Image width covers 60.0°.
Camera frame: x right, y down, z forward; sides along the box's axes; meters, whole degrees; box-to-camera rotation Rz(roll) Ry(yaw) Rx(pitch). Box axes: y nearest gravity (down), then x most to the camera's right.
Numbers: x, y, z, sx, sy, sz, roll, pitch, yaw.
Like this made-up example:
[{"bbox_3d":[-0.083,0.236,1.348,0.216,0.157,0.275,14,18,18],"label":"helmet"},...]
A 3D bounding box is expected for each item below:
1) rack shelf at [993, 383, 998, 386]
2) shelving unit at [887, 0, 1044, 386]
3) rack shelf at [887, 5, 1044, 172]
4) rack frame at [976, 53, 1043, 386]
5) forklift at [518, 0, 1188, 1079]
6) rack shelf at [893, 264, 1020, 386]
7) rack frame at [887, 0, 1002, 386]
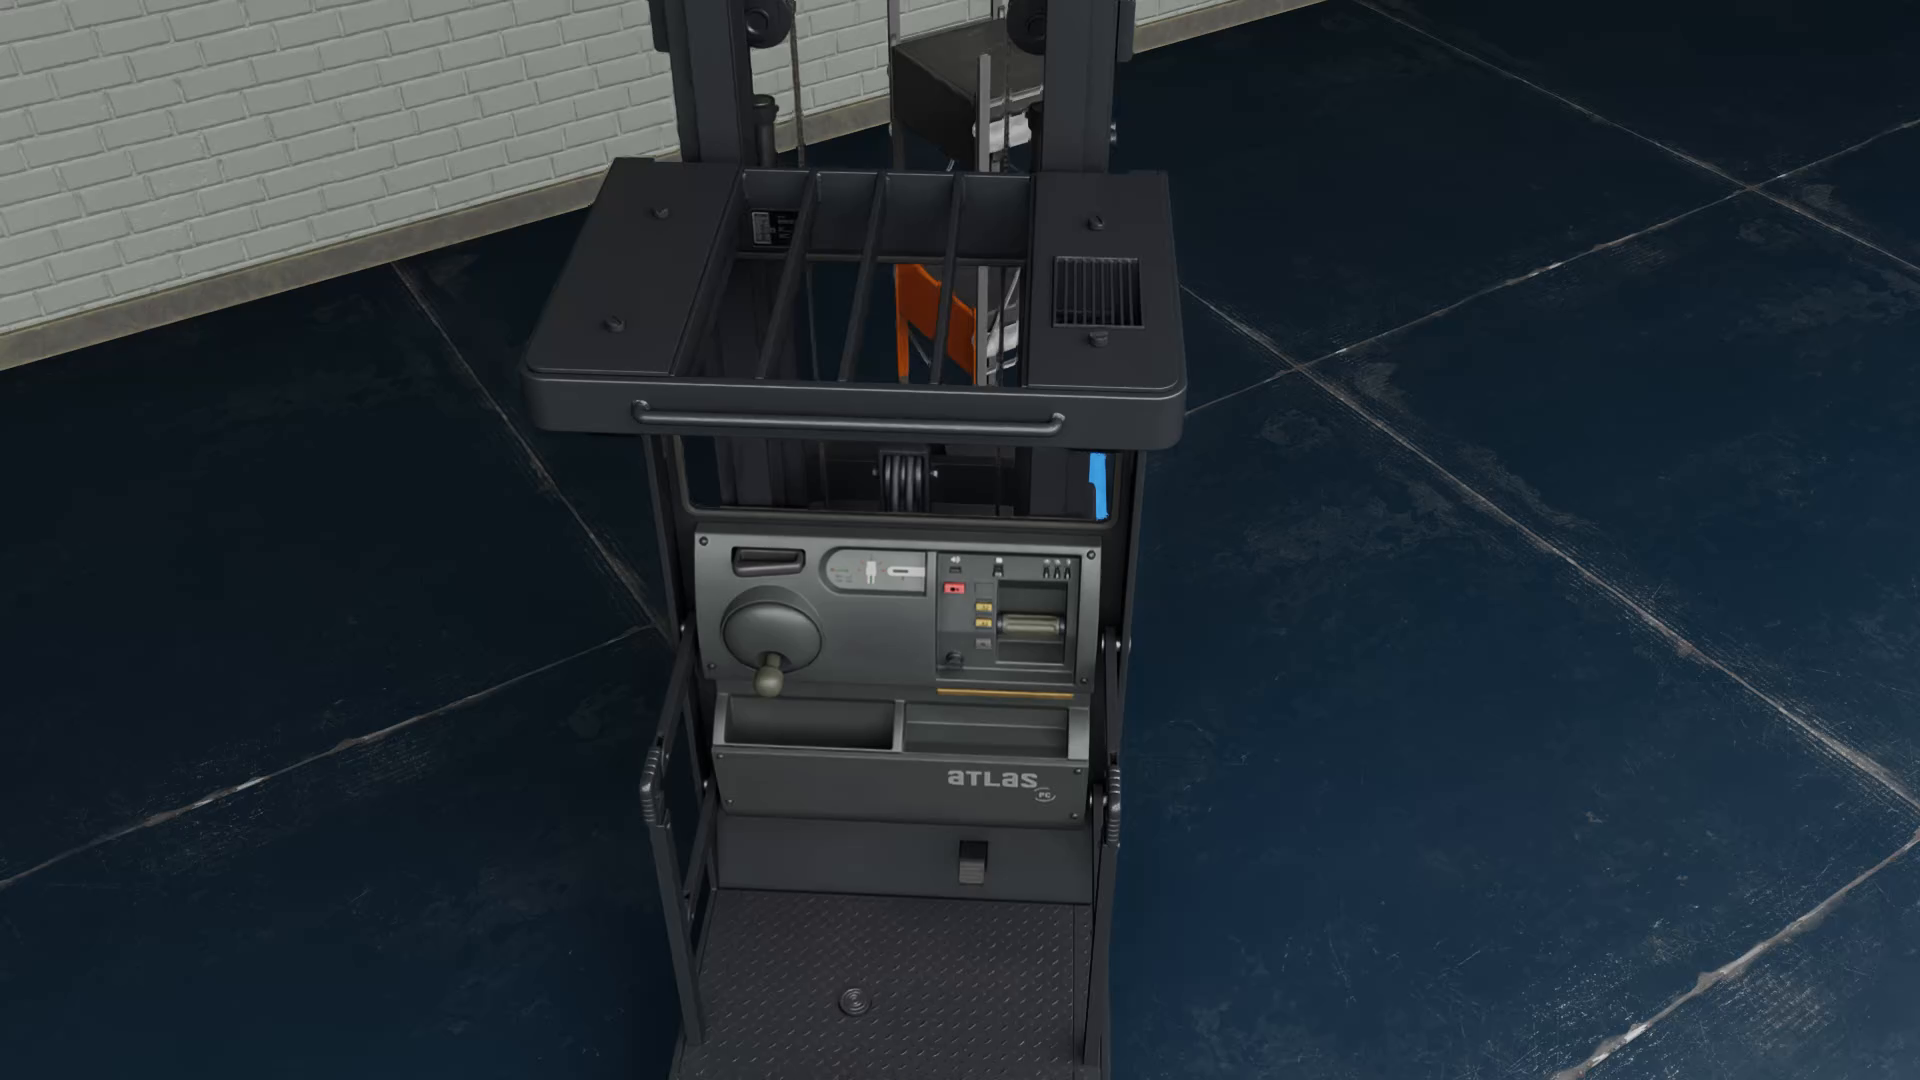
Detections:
[{"bbox_3d":[0.089,-0.169,5.927,0.431,0.518,0.480,-22,45,-24],"label":"rack shelf"},{"bbox_3d":[0.089,-0.717,5.471,0.431,2.100,0.503,-22,45,-24],"label":"shelving unit"},{"bbox_3d":[0.089,-1.245,5.031,0.431,0.518,0.480,-22,45,-24],"label":"rack shelf"},{"bbox_3d":[0.220,-0.586,5.313,0.400,2.100,0.015,-22,45,-24],"label":"rack frame"},{"bbox_3d":[-0.155,0.250,3.660,1.130,2.935,3.031,2,40,2],"label":"forklift"},{"bbox_3d":[0.089,-0.707,5.479,0.431,0.518,0.480,-22,45,-24],"label":"rack shelf"},{"bbox_3d":[-0.042,-0.849,5.629,0.400,2.100,0.015,-22,45,-24],"label":"rack frame"}]
